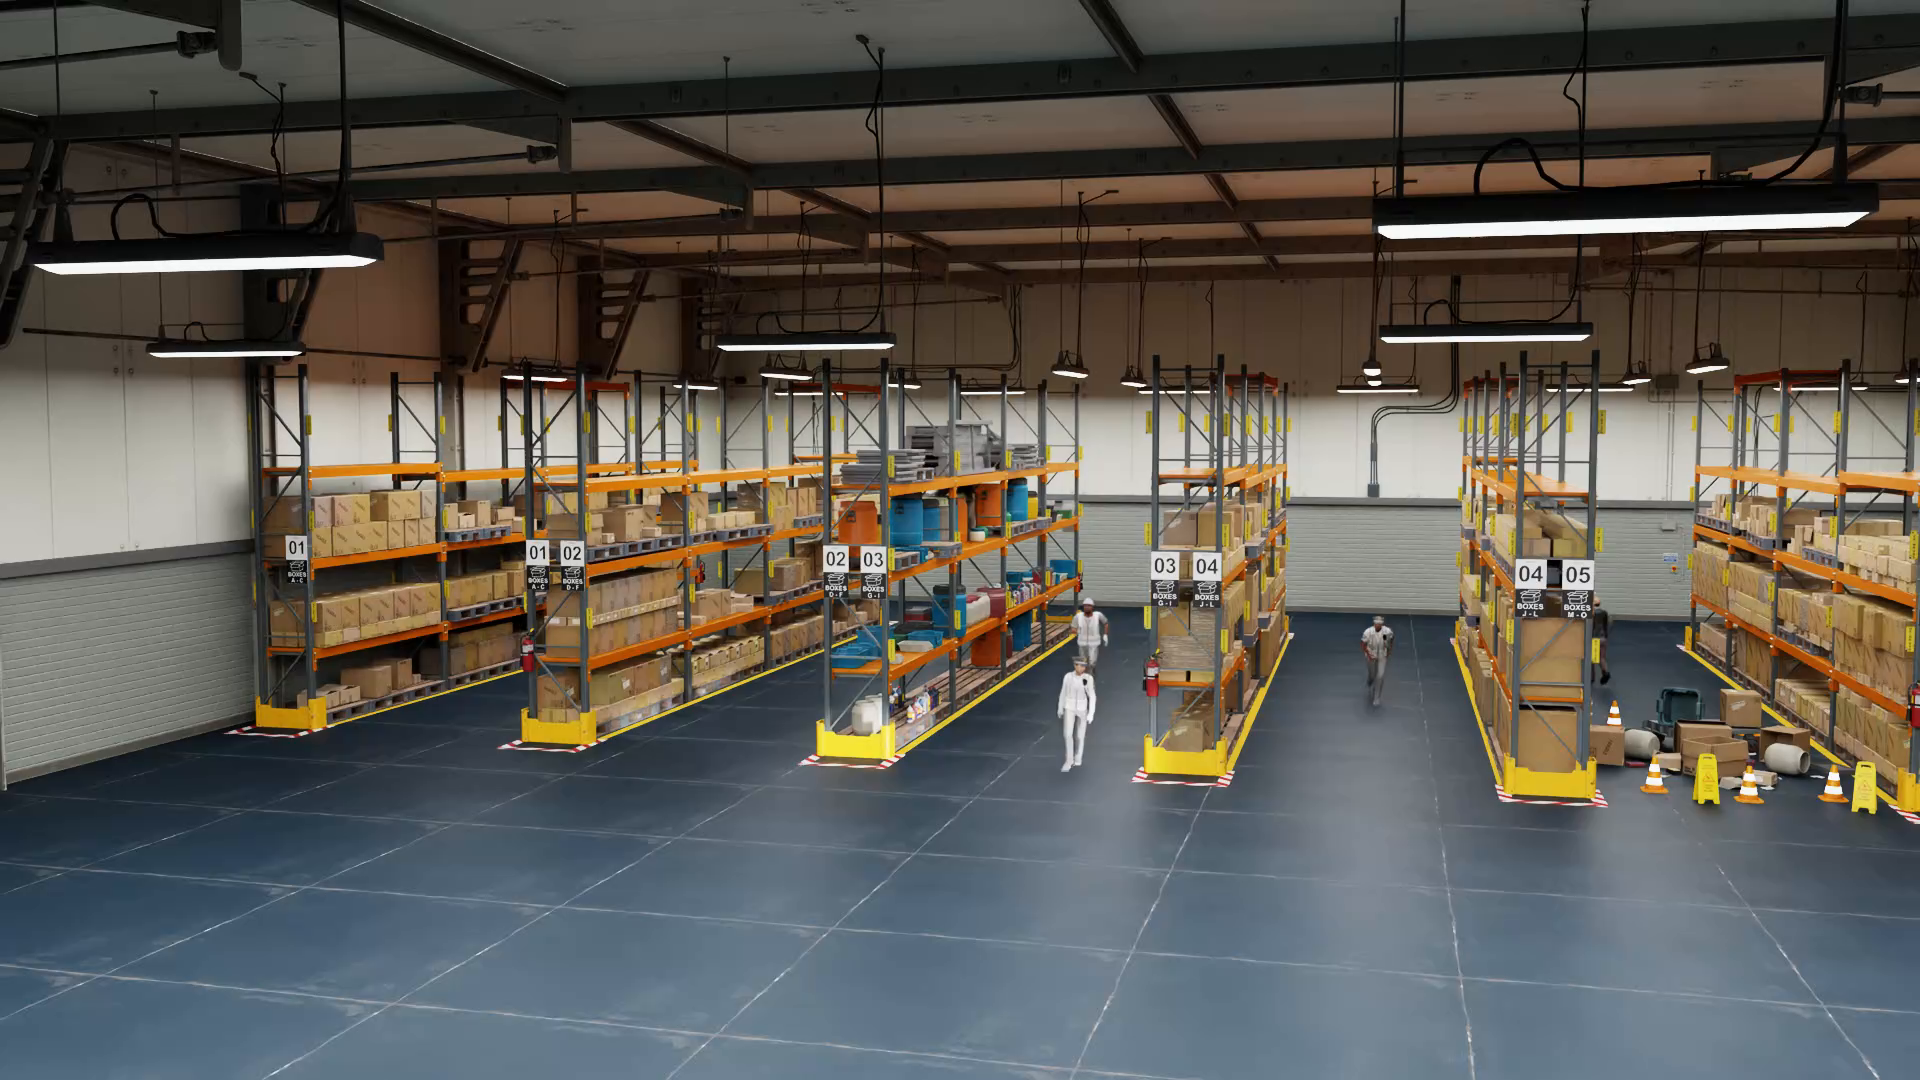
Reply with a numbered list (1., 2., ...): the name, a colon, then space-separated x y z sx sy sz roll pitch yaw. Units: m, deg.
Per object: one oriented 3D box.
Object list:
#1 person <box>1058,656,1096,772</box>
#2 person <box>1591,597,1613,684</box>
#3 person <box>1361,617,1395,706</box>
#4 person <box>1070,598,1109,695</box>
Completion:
1. person: 1.702 2.517 24.246 0.557 1.687 0.570 0 4 3
2. person: 12.308 1.956 32.065 0.647 1.687 0.867 0 4 3
3. person: 7.536 2.148 30.124 0.601 1.635 0.959 0 4 1
4. person: 2.386 1.984 30.810 0.675 1.842 0.868 1 4 14
